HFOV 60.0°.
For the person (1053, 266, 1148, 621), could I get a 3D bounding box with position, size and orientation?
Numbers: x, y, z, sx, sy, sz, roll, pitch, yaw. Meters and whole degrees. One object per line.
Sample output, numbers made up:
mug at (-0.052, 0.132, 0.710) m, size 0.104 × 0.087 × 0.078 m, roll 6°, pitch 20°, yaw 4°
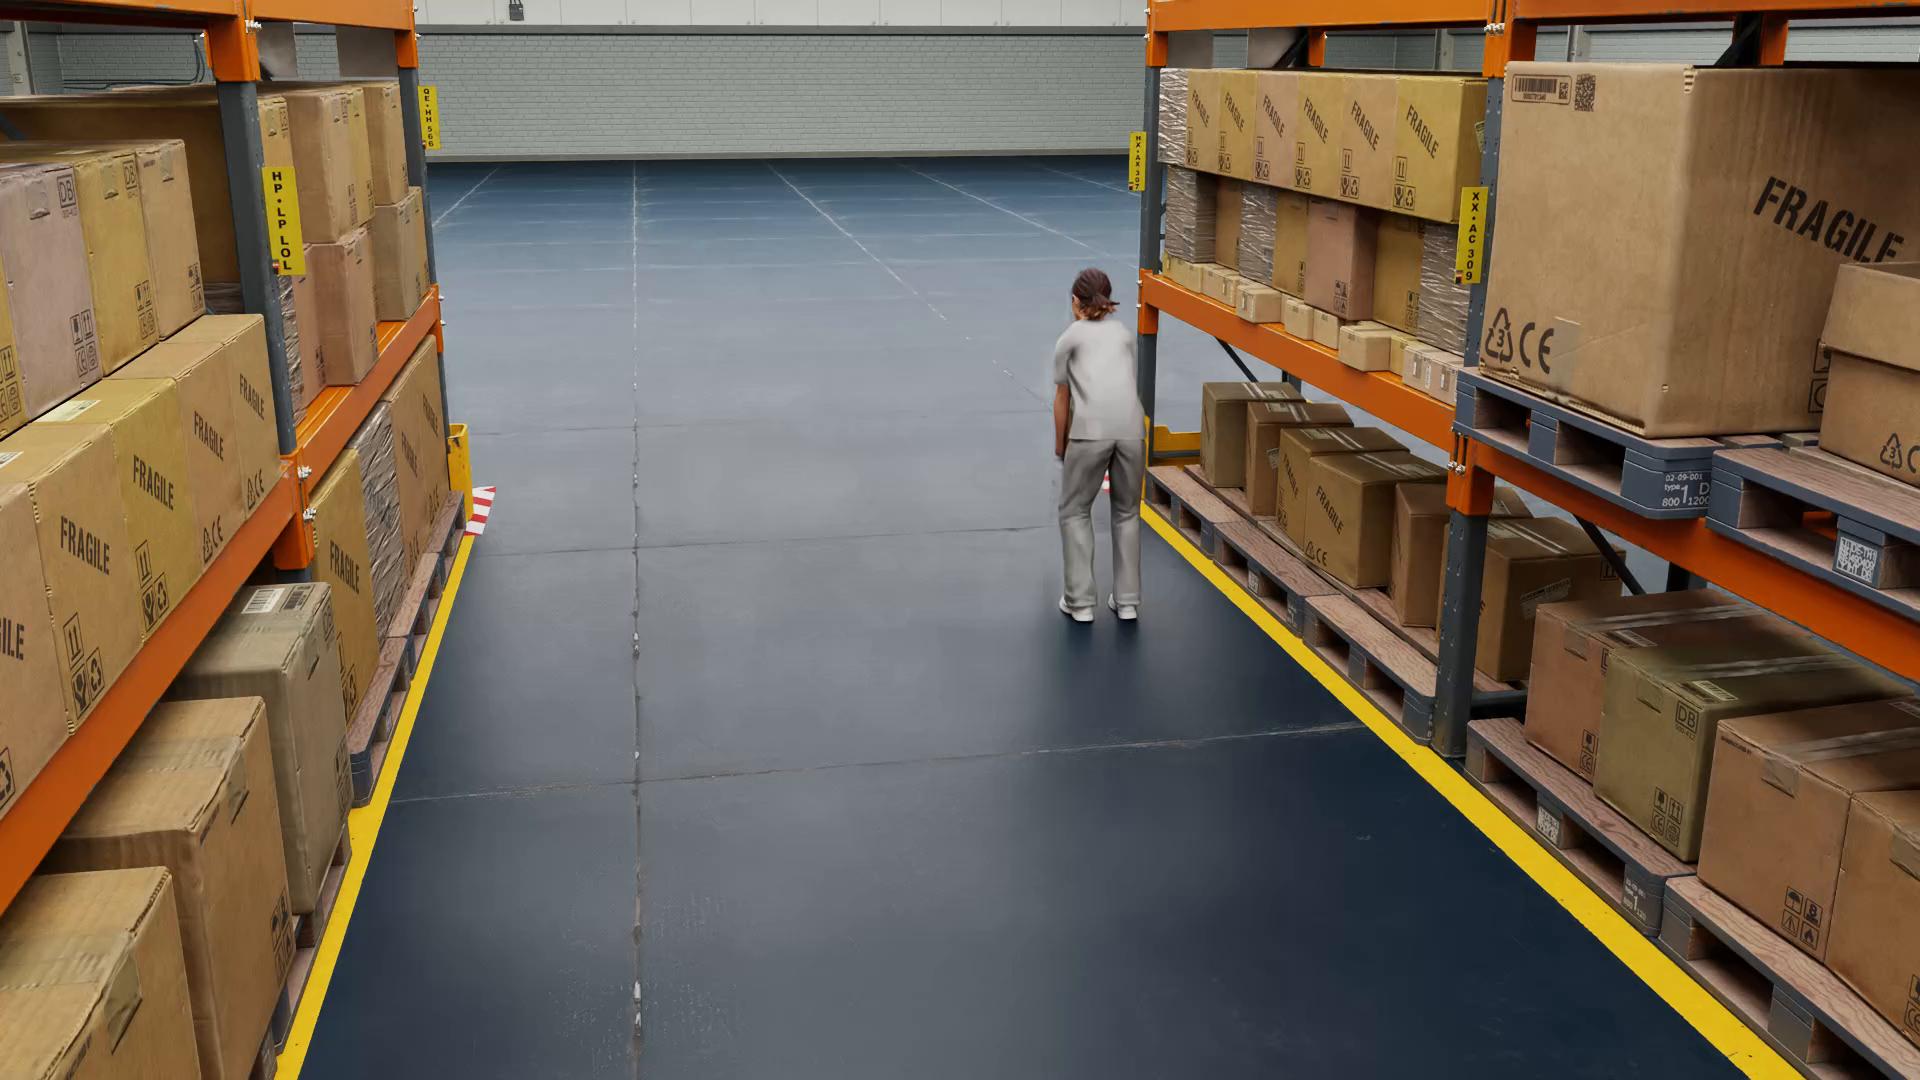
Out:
person at (0.635, -0.441, 7.684) m, size 0.403 × 1.597 × 0.547 m, roll -3°, pitch 17°, yaw -11°
